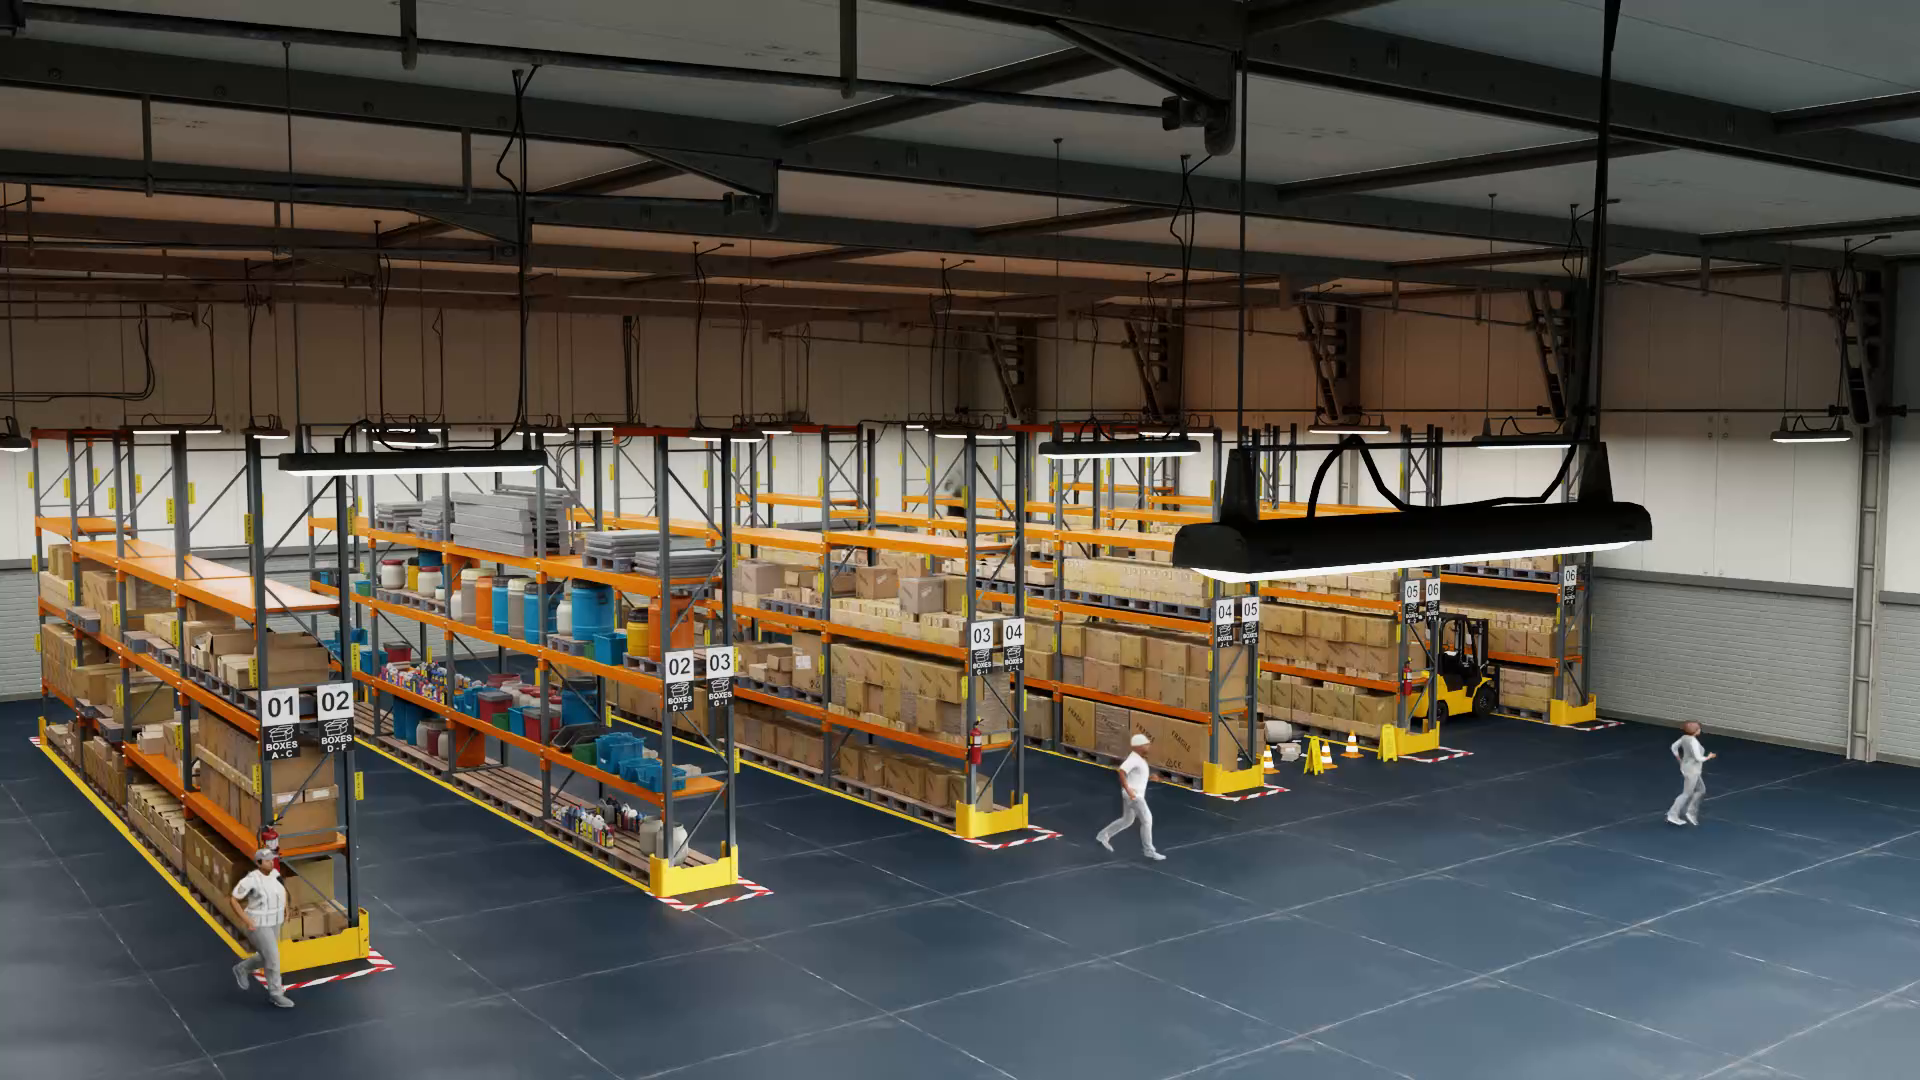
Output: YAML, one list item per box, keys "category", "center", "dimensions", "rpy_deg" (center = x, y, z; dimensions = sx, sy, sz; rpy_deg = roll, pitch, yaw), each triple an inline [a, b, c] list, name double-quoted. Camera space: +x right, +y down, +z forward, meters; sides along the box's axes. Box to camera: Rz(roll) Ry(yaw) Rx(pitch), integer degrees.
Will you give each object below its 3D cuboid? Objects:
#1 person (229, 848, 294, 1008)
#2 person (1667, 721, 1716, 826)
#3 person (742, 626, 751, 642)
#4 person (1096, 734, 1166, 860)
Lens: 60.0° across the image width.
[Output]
- category: "person"
  center: [-7.475, 4.117, 17.801]
  dimensions: [0.872, 1.667, 0.629]
  rpy_deg: [1, 5, 17]
- category: "person"
  center: [11.084, 3.559, 25.205]
  dimensions: [0.684, 1.648, 0.526]
  rpy_deg: [1, 5, 10]
- category: "person"
  center: [-5.282, 2.237, 41.895]
  dimensions: [0.566, 1.664, 0.633]
  rpy_deg: [1, 5, 8]
- category: "person"
  center: [2.408, 3.611, 23.435]
  dimensions: [0.983, 1.768, 0.657]
  rpy_deg: [0, 4, 2]
